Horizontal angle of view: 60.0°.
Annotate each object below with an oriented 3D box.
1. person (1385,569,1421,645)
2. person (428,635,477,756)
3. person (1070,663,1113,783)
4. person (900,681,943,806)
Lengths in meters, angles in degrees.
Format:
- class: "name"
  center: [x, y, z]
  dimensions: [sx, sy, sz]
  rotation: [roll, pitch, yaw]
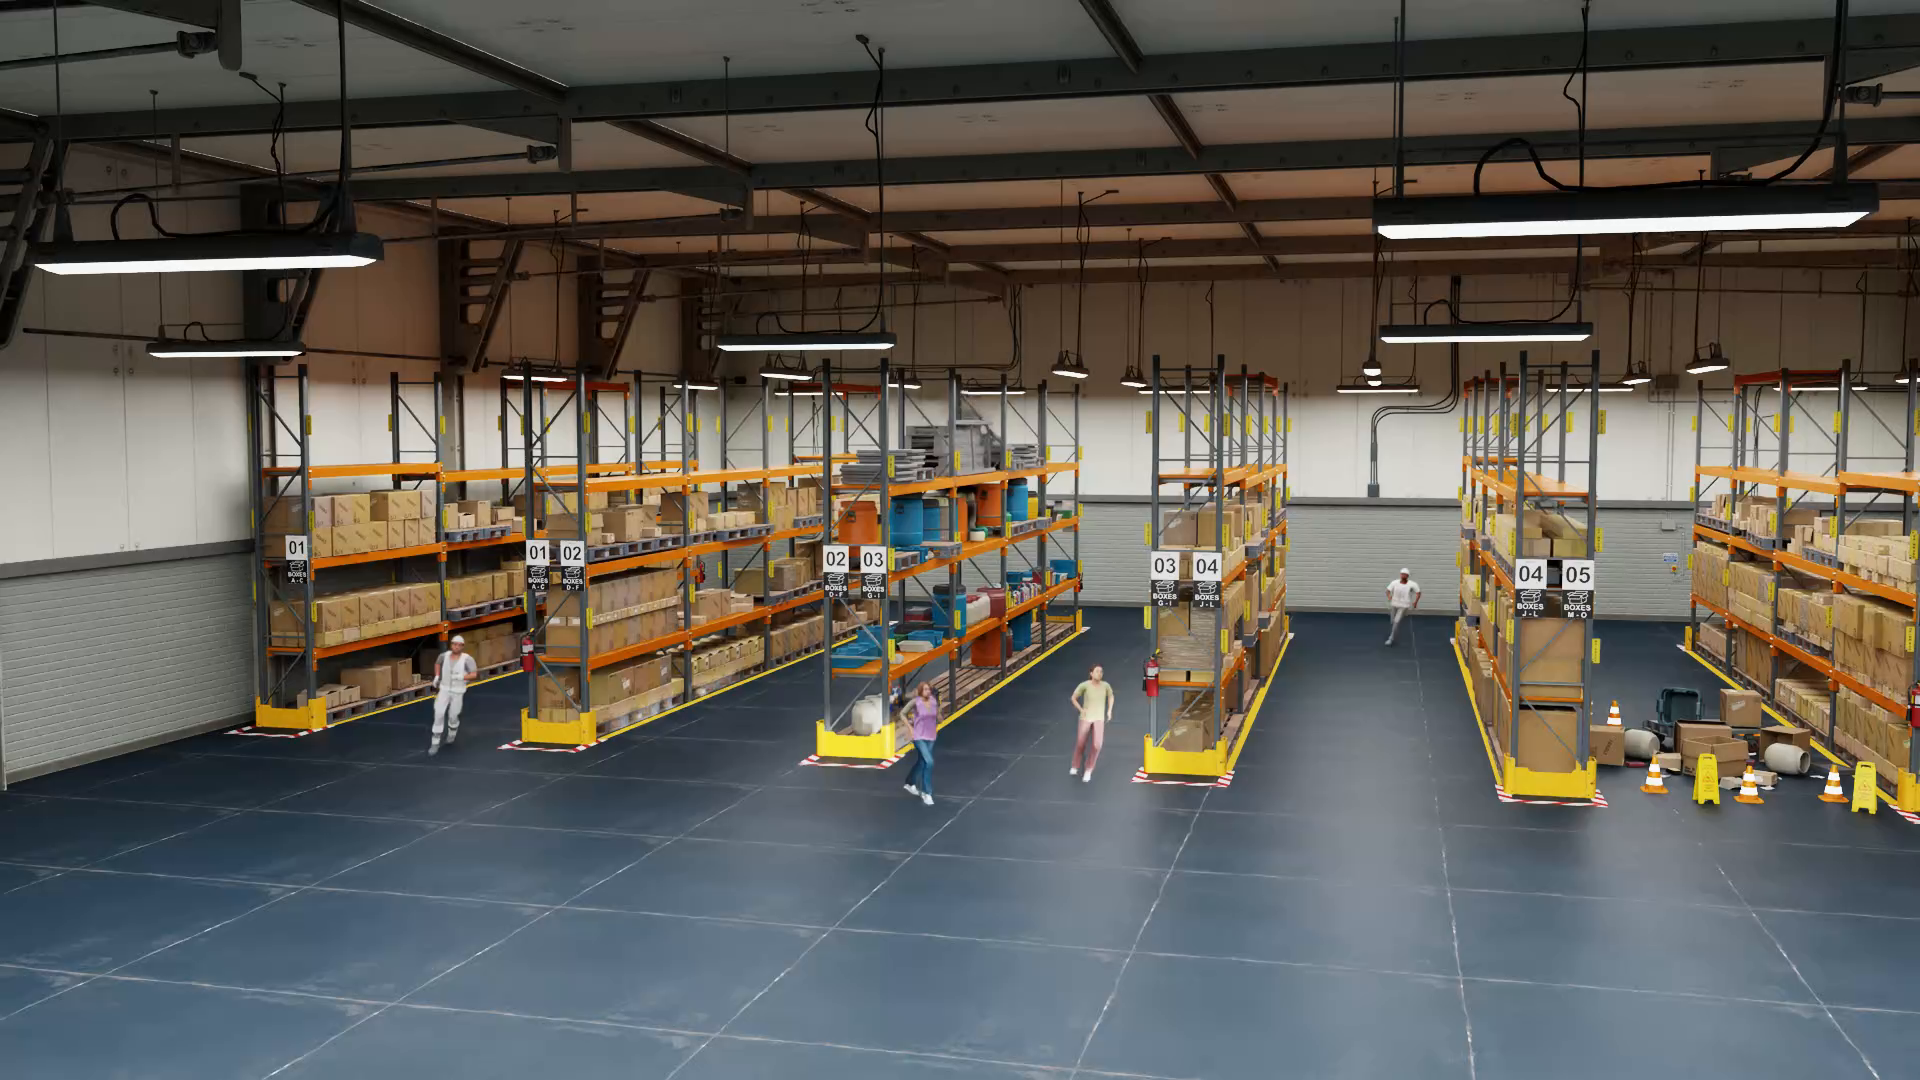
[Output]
- class: "person"
  center: [10.050, 1.508, 37.905]
  dimensions: [0.763, 1.731, 0.968]
  rotation: [3, 5, 34]
- class: "person"
  center: [-7.792, 2.350, 25.638]
  dimensions: [0.687, 1.781, 0.923]
  rotation: [0, 4, -5]
- class: "person"
  center: [1.882, 2.567, 23.502]
  dimensions: [0.635, 1.664, 0.673]
  rotation: [0, 4, -4]
- class: "person"
  center: [-0.483, 2.686, 22.152]
  dimensions: [0.509, 1.650, 0.721]
  rotation: [-3, 5, -39]
